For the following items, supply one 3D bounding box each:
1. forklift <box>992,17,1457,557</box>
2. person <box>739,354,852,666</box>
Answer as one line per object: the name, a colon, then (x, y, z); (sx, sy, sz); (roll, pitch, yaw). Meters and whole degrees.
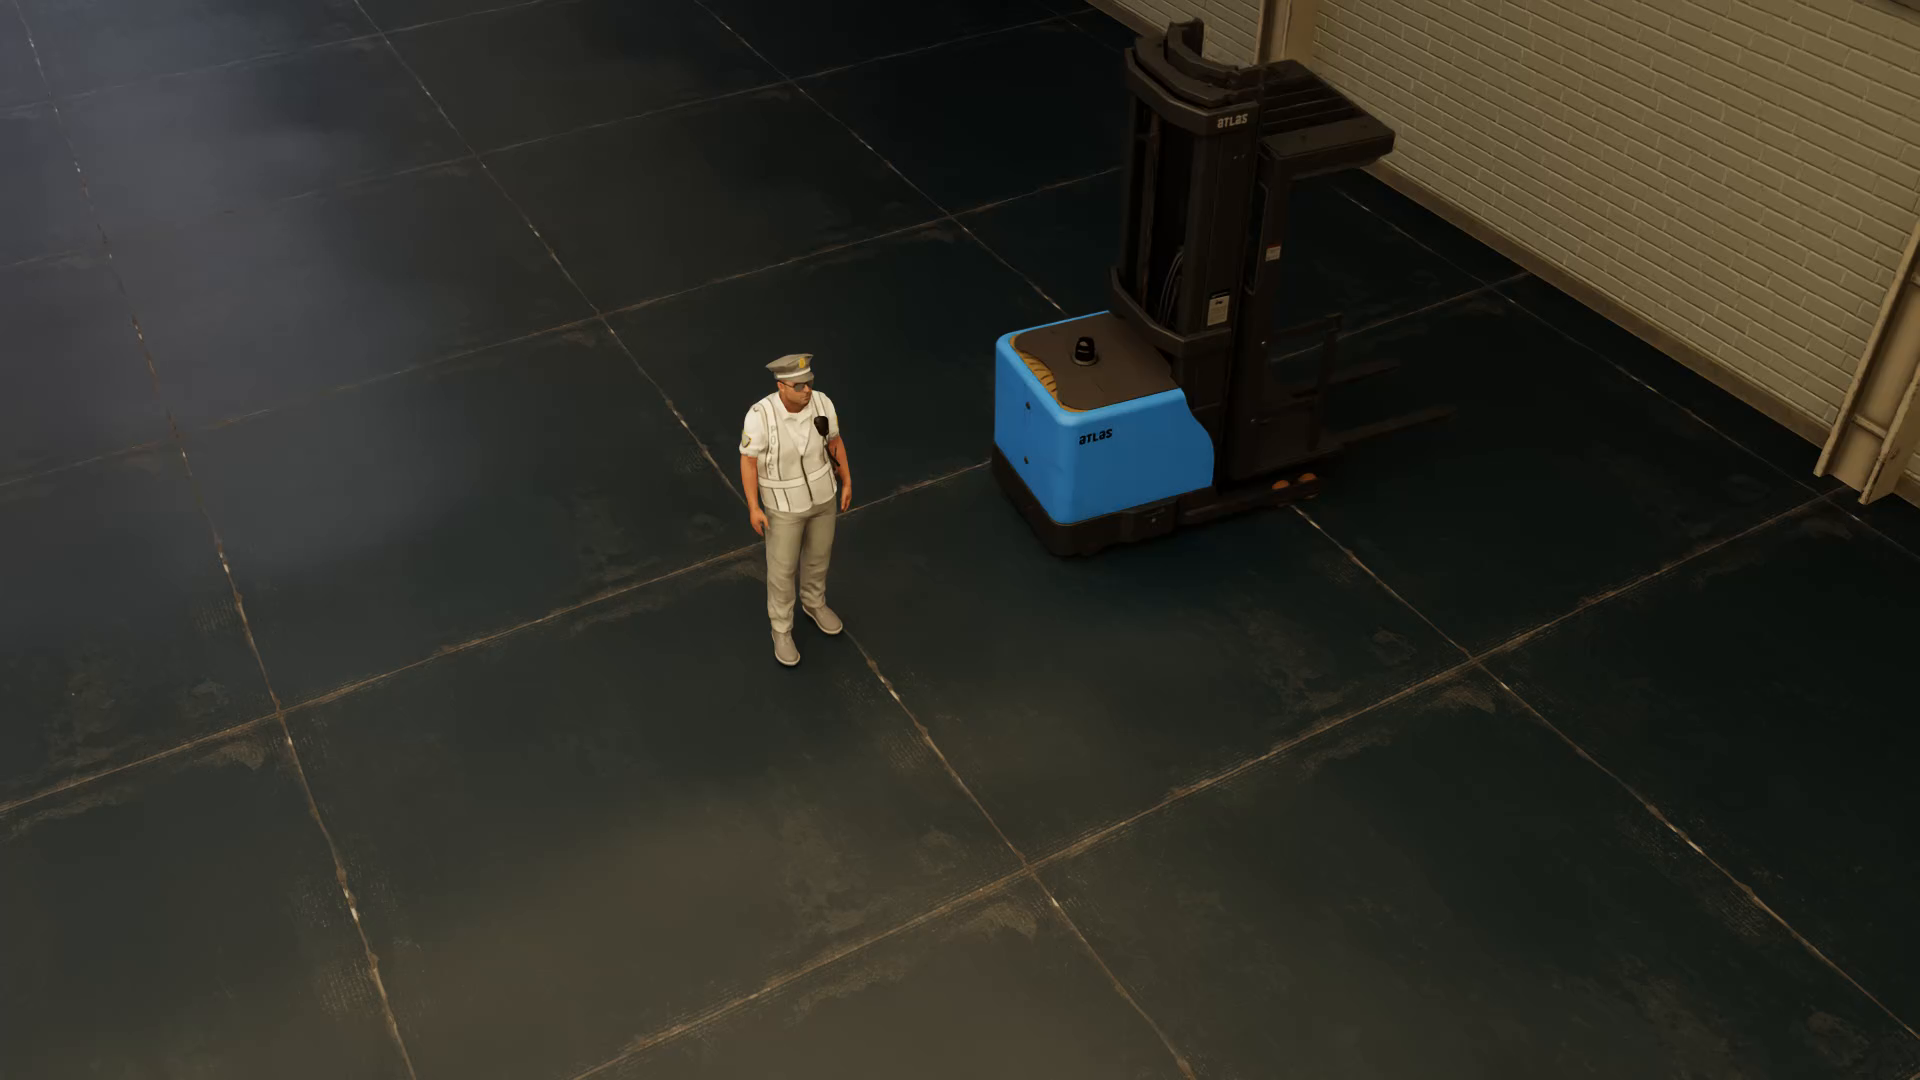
forklift: (1.771, -1.637, 10.010); (3.031, 2.935, 1.130); (-15, 42, -17)
person: (-0.860, -0.205, 9.171); (0.644, 1.781, 0.574); (-20, 44, -23)
